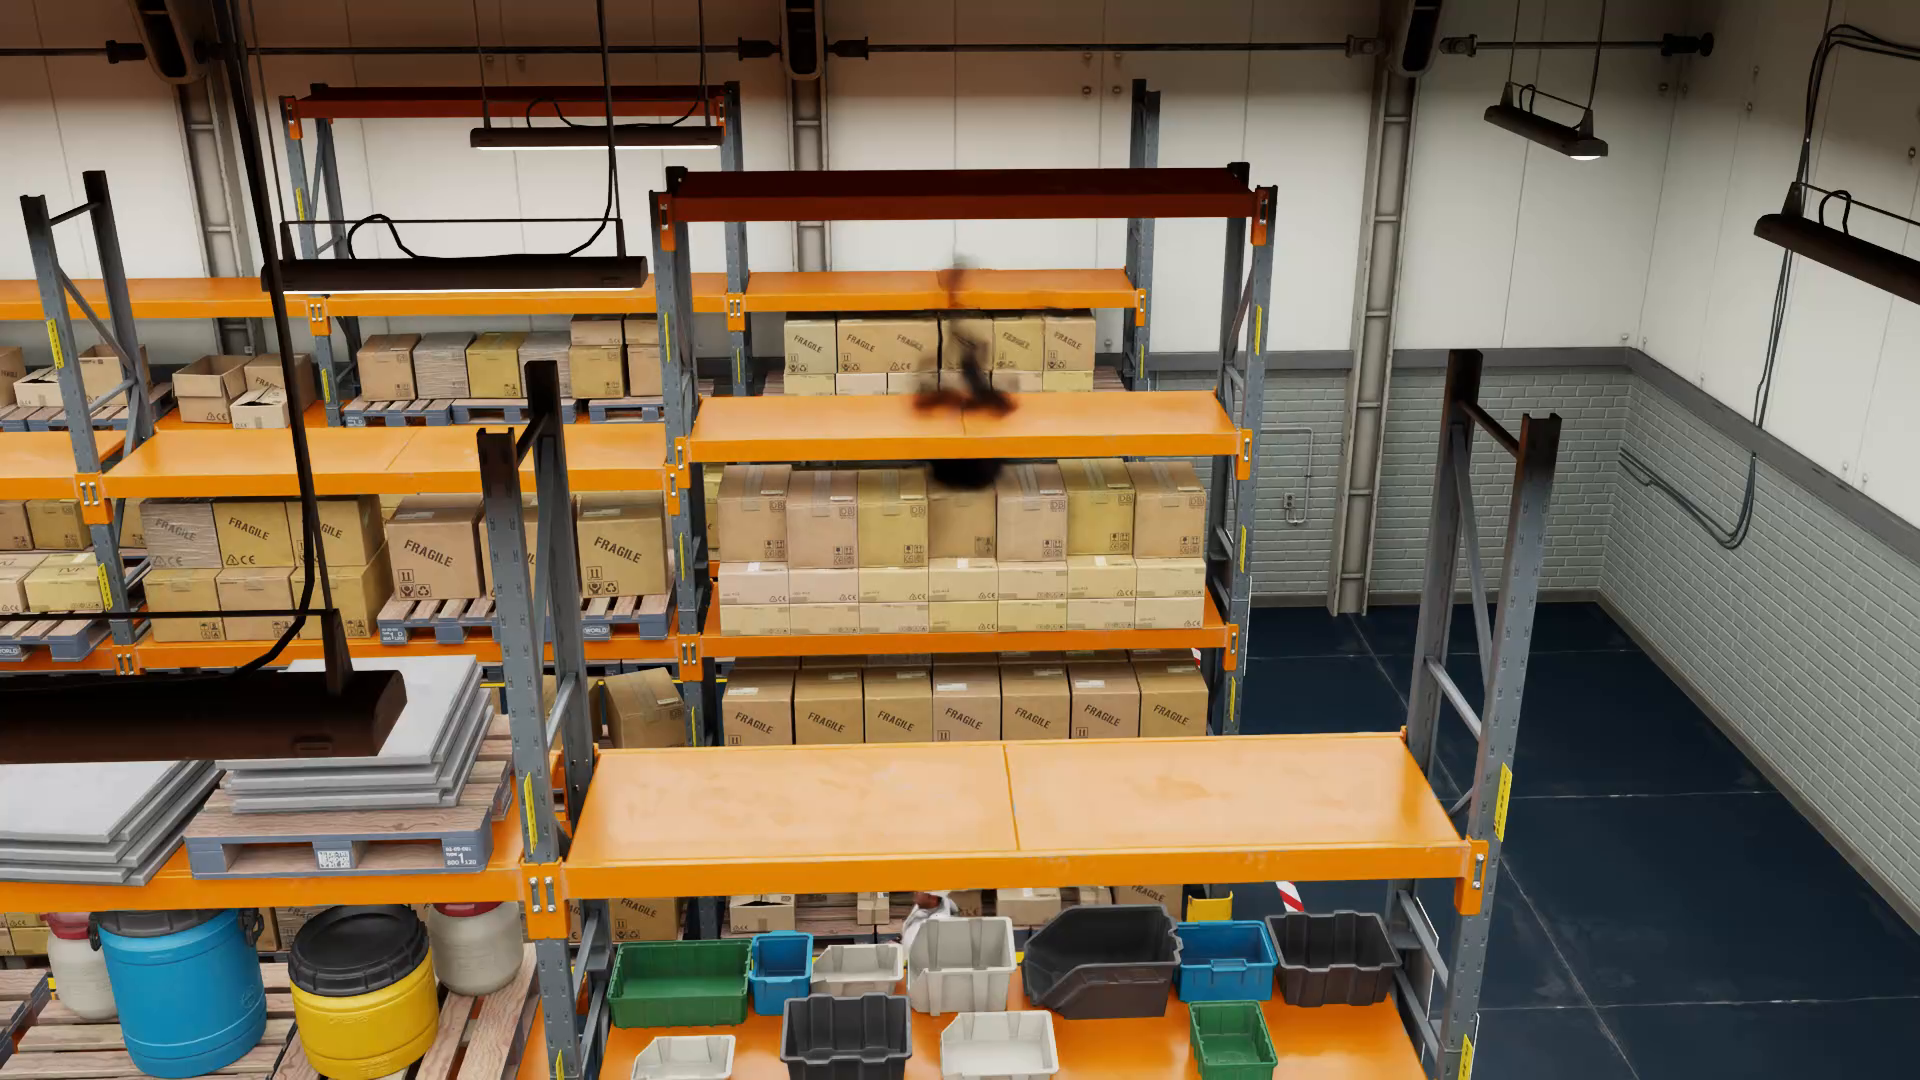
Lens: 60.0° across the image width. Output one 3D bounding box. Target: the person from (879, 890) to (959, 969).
[{"bbox_3d":[-0.214,2.991,11.359,0.968,1.759,0.656,-4,23,-10],"label":"person"}]
